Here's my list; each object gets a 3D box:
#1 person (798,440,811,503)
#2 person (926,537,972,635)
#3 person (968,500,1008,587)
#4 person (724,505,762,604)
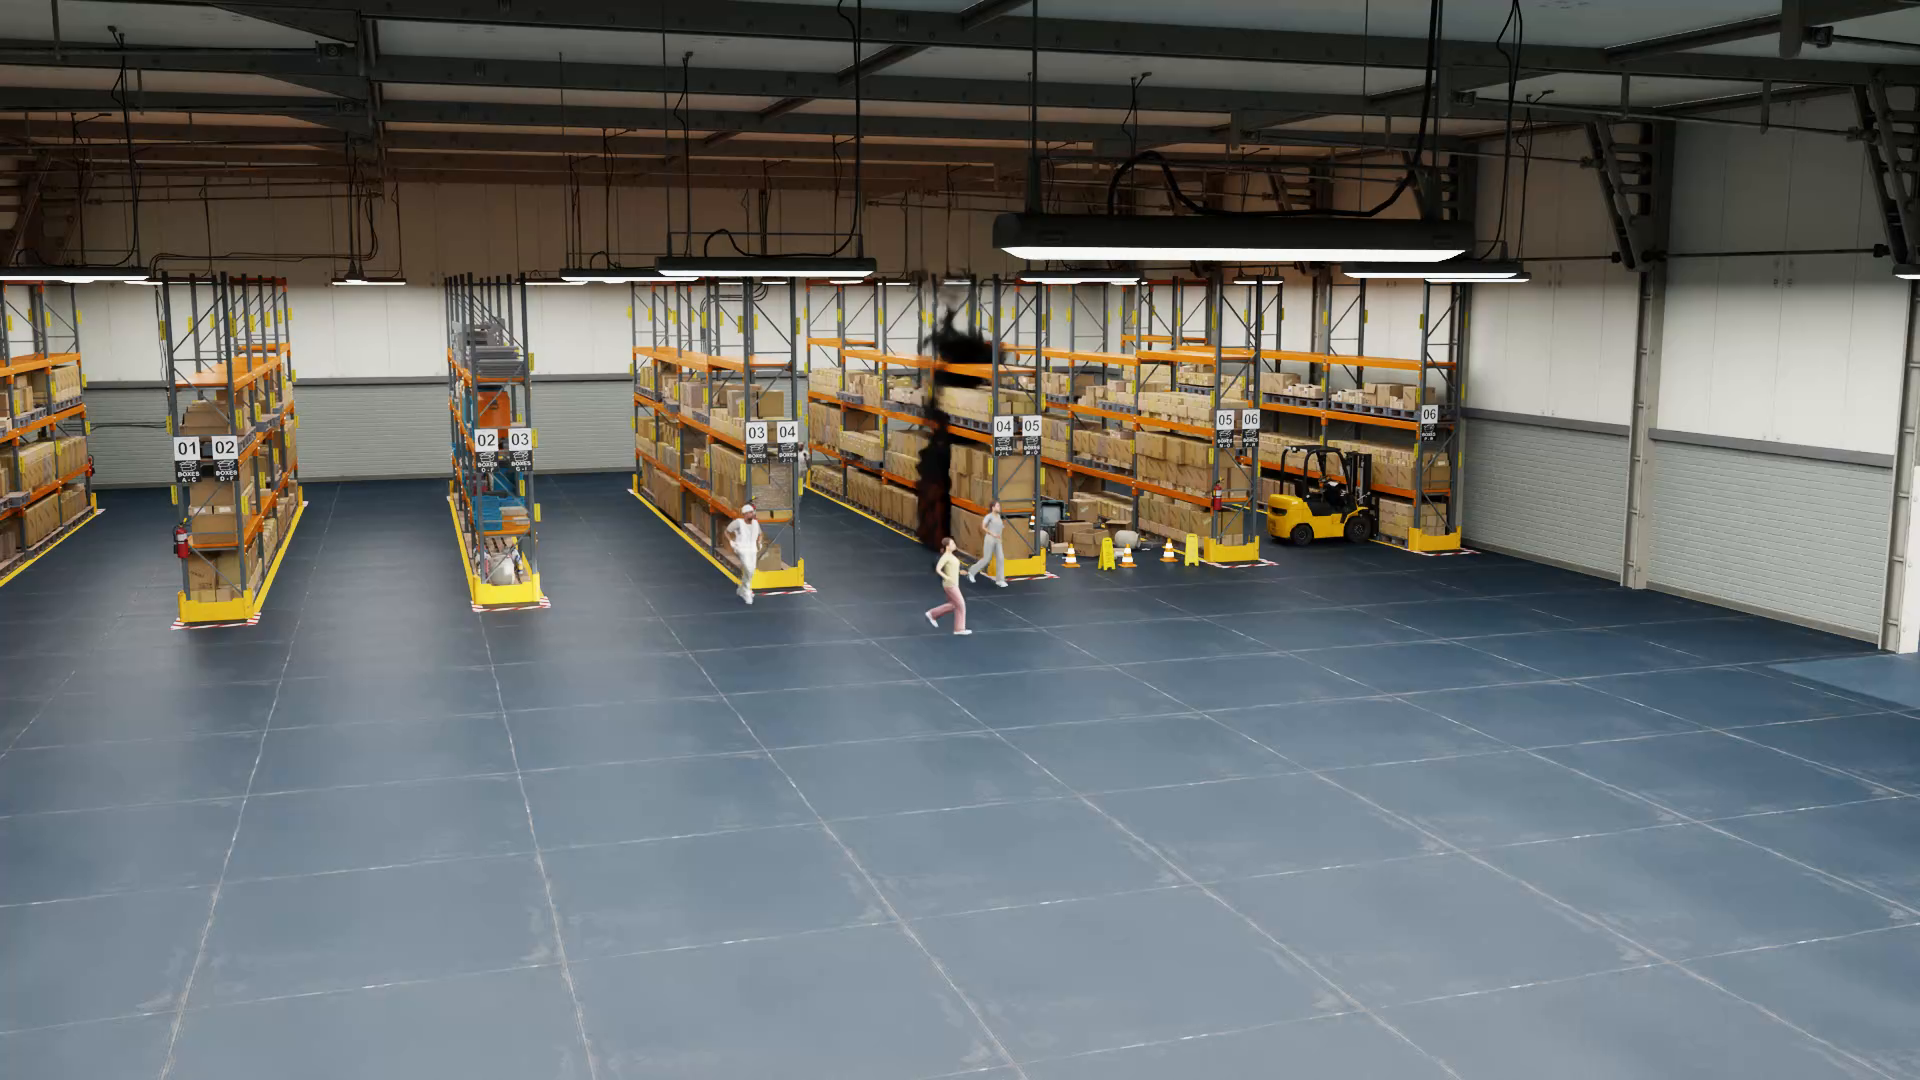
[{"bbox_3d":[-4.265,-1.826,44.665,0.548,1.728,0.692,-3,9,-19],"label":"person"},{"bbox_3d":[-0.194,0.769,27.635,0.802,1.615,0.589,2,9,10],"label":"person"},{"bbox_3d":[0.658,0.044,32.248,0.954,1.634,0.635,7,11,39],"label":"person"},{"bbox_3d":[-3.927,0.250,30.637,0.693,1.804,0.688,-8,12,-43],"label":"person"}]
